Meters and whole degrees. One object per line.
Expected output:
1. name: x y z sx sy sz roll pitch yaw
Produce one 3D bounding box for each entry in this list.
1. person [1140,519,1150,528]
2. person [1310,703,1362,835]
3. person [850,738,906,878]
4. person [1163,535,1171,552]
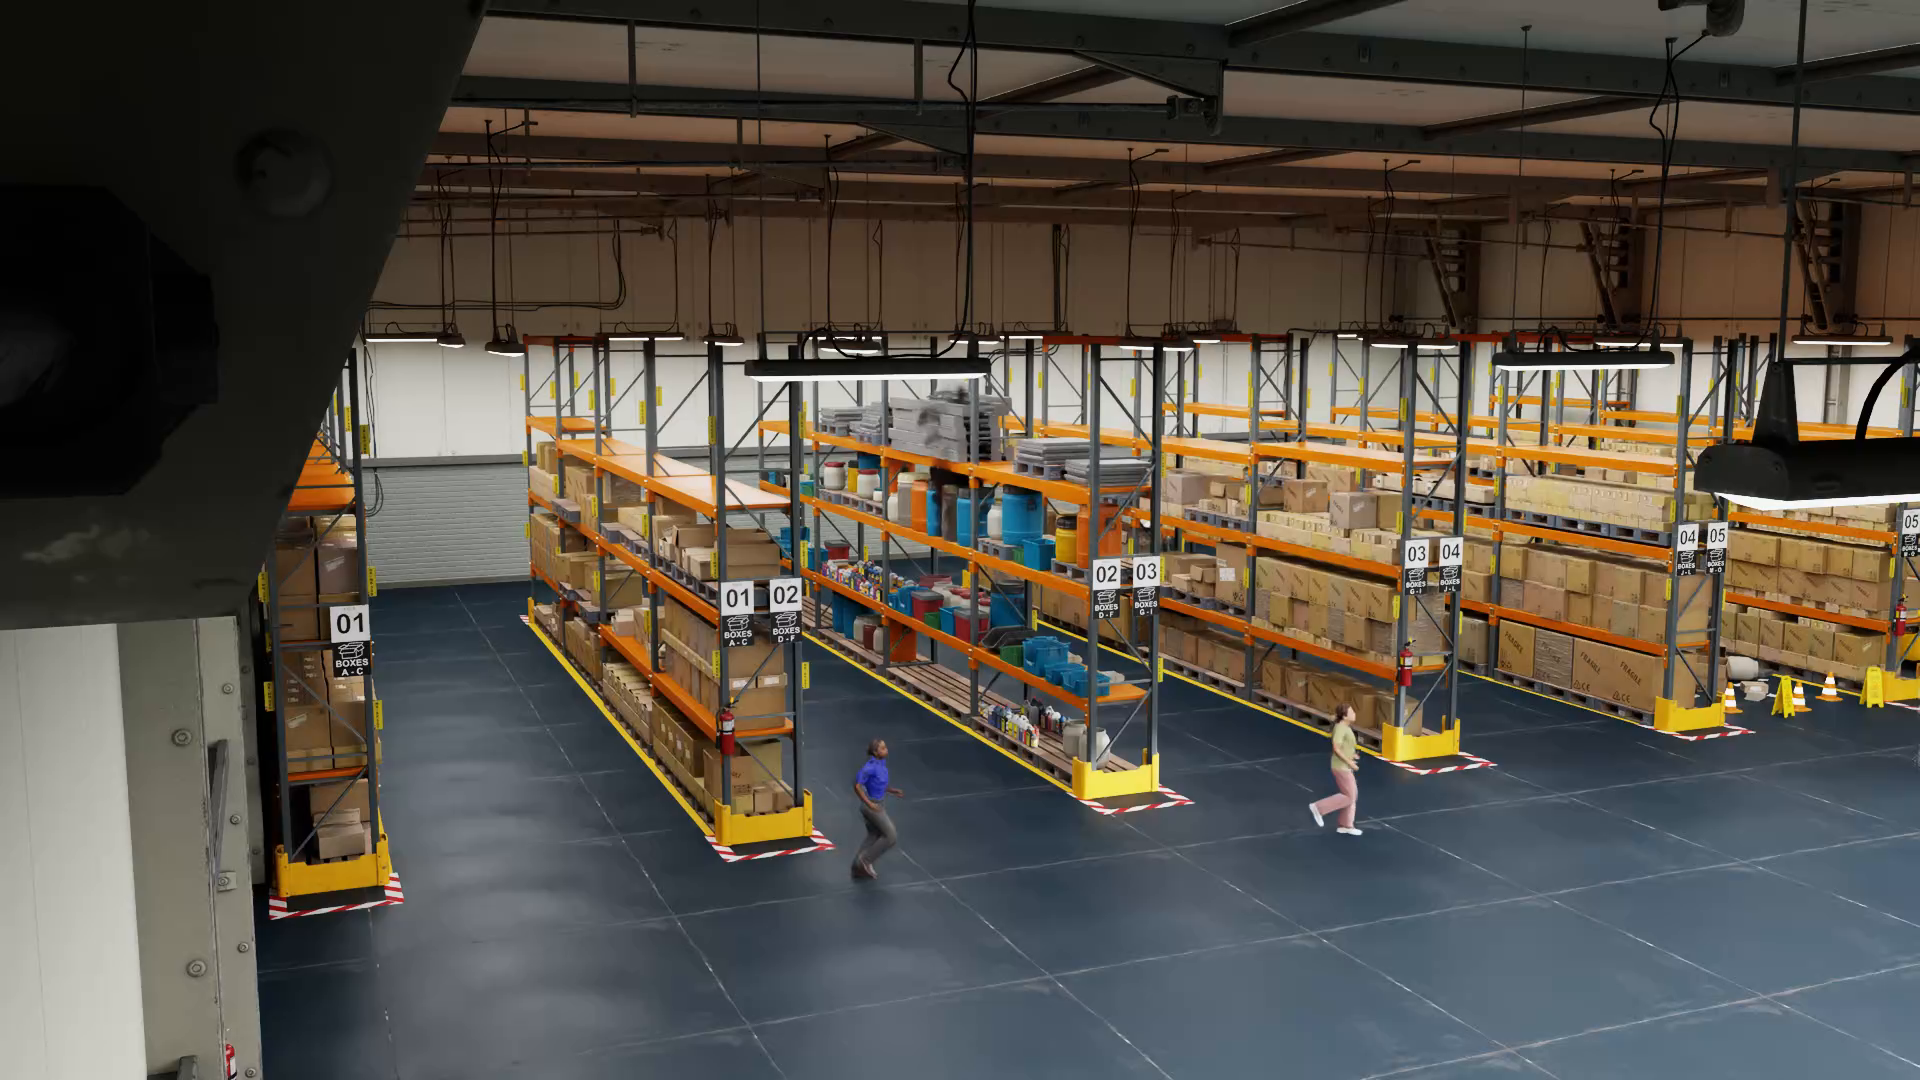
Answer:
1. person: 4.532 -0.005 41.183 0.565 1.717 0.744 -6 10 -38
2. person: 4.654 2.814 20.524 0.647 1.646 0.580 1 8 10
3. person: -0.945 3.046 18.833 0.637 1.604 0.540 1 8 8
4. person: 5.088 -0.085 41.870 0.754 1.781 0.678 3 8 19
